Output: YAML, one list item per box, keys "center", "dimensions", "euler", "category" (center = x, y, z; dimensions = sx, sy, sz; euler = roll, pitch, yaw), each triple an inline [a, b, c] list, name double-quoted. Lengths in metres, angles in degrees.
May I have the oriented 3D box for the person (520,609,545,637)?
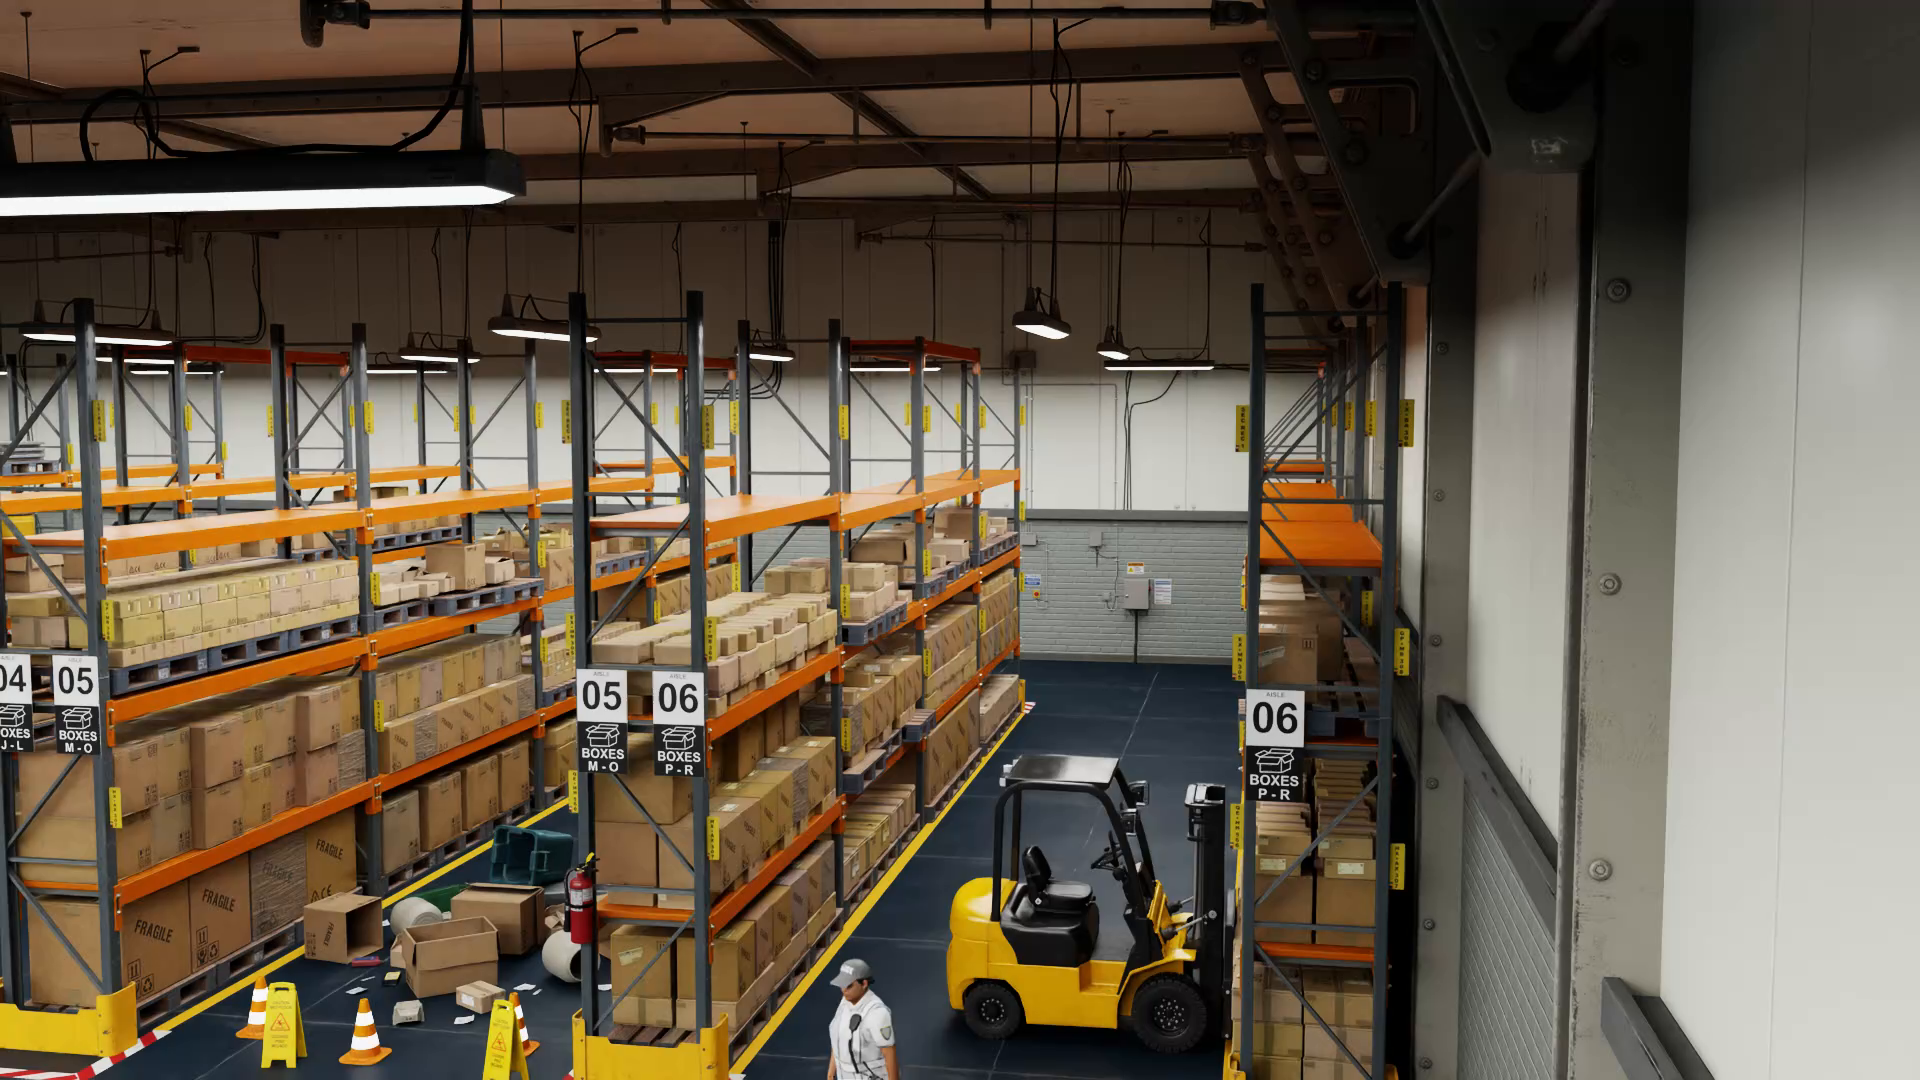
- center: [-7.701, 1.862, 30.162]
  dimensions: [0.718, 1.789, 0.385]
  euler: [3, 5, 30]
  category: "person"

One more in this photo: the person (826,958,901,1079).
- center: [-0.646, 3.478, 10.621]
  dimensions: [0.878, 1.622, 0.537]
  euler: [-3, 5, -29]
  category: "person"
